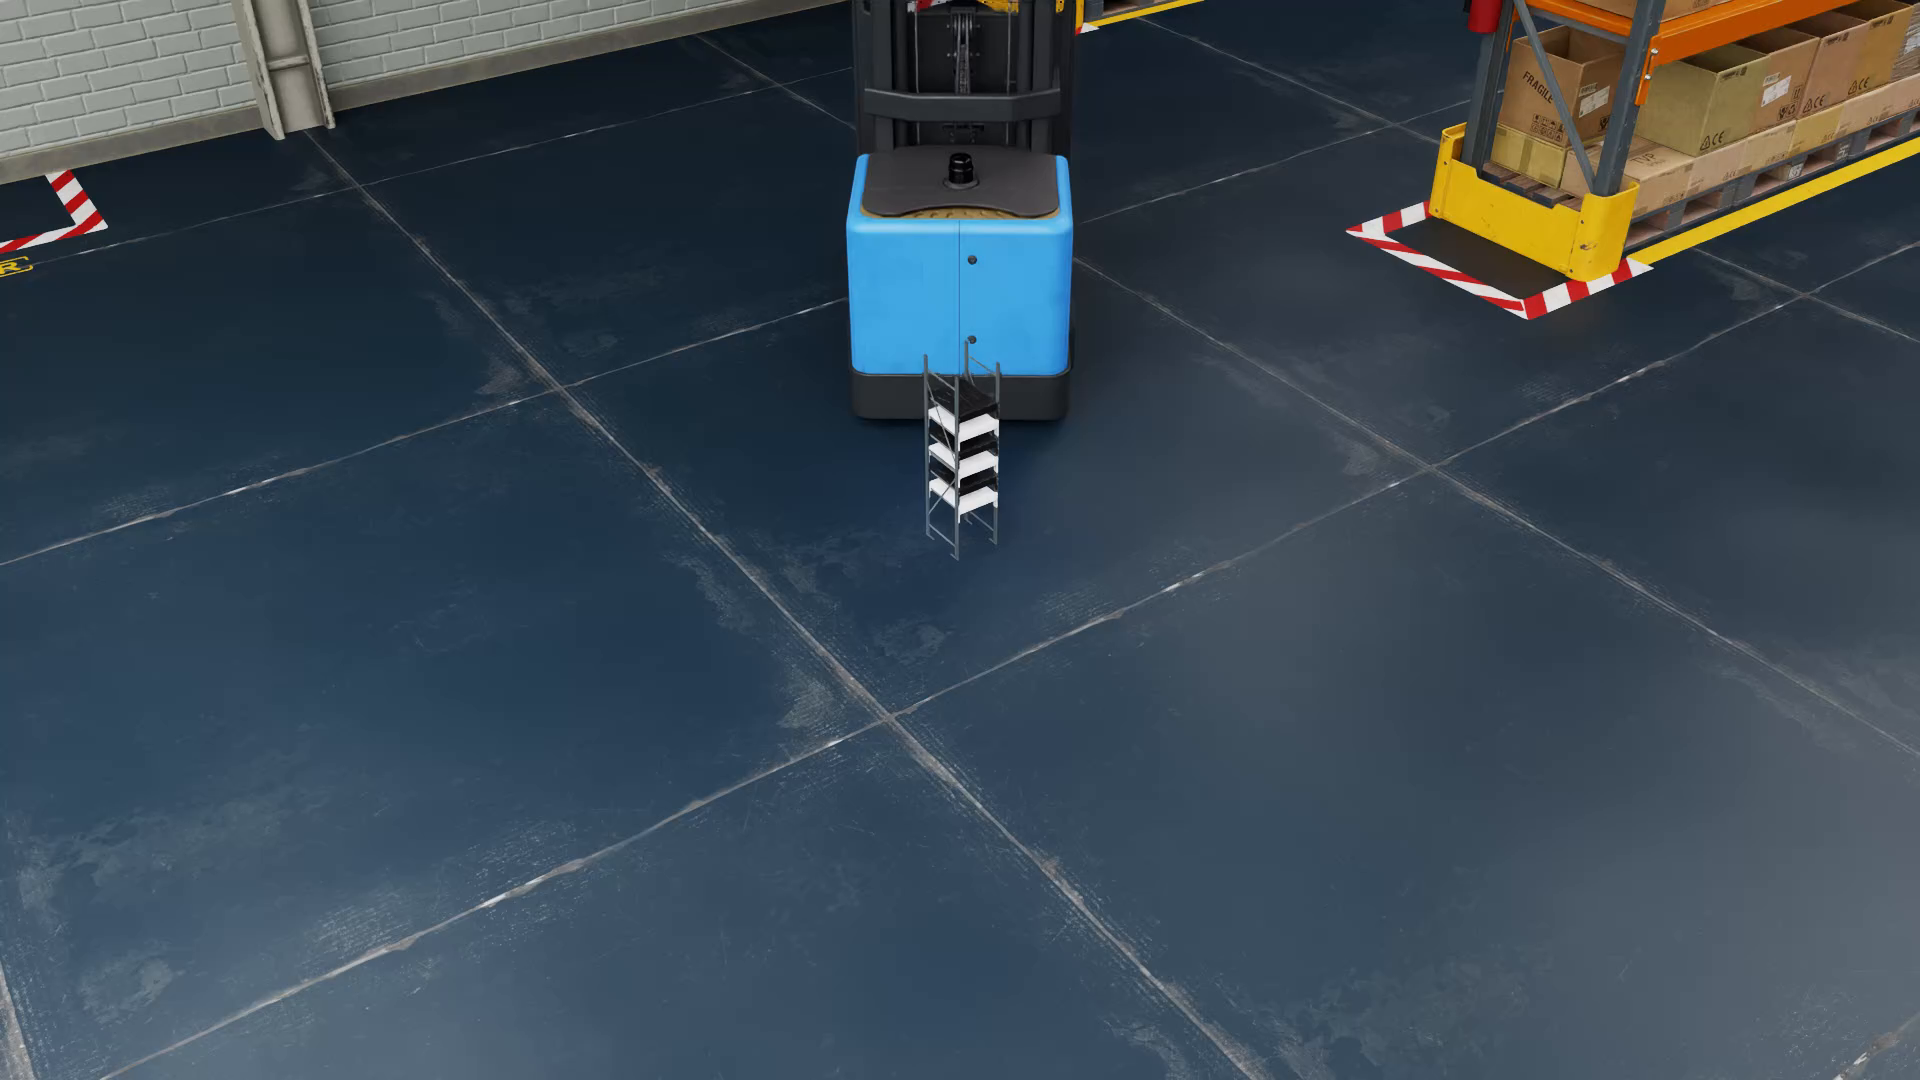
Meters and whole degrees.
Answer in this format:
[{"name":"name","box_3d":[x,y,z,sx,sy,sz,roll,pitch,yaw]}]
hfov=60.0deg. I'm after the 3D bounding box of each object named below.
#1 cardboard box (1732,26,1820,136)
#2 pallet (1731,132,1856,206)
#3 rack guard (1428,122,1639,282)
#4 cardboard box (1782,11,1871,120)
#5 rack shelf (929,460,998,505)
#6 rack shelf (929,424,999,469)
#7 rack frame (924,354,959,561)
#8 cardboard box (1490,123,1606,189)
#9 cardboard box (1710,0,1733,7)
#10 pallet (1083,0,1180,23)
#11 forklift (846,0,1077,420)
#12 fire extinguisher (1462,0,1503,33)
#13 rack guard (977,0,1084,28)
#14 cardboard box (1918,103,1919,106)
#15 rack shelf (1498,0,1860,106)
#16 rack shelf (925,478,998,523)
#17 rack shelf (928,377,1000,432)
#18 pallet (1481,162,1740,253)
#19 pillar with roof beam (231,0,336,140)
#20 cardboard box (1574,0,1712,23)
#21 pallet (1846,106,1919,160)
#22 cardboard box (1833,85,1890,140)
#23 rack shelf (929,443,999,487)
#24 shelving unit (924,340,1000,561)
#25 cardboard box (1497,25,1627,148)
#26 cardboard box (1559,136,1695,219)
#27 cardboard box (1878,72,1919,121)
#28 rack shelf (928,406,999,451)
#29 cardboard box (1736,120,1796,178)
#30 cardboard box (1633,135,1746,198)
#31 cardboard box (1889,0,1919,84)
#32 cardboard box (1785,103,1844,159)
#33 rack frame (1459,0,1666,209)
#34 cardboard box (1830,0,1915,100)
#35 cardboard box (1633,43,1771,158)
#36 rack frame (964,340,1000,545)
[{"name":"cardboard box","box_3d":[4.660,-2.758,9.869,0.500,0.500,0.500,-22,41,-28]},{"name":"pallet","box_3d":[4.882,-2.535,10.594,1.213,0.211,1.003,-22,41,-28]},{"name":"rack guard","box_3d":[3.265,-1.959,9.546,0.348,0.500,1.175,-22,41,-28]},{"name":"cardboard box","box_3d":[5.079,-2.918,10.092,0.500,0.500,0.500,-22,41,-28]},{"name":"rack shelf","box_3d":[0.007,-0.268,7.063,0.200,0.077,0.258,-22,41,-28]},{"name":"rack shelf","box_3d":[0.007,-0.414,6.958,0.200,0.077,0.258,-22,41,-28]},{"name":"rack frame","box_3d":[-0.076,-0.334,6.943,0.006,0.900,0.240,-22,41,-28]},{"name":"cardboard box","box_3d":[3.553,-2.358,9.954,0.500,0.250,0.500,-22,41,-28]},{"name":"cardboard box","box_3d":[4.100,-3.353,9.257,0.500,0.500,0.700,-21,41,-27]},{"name":"pallet","box_3d":[1.174,-4.495,13.319,1.213,0.211,1.003,-22,41,-28]},{"name":"forklift","box_3d":[0.024,-2.590,8.340,1.130,2.935,3.031,1,36,1]},{"name":"fire extinguisher","box_3d":[2.920,-3.133,9.103,0.183,0.674,0.296,-22,41,-28]},{"name":"rack guard","box_3d":[0.490,-4.356,12.878,0.348,0.500,1.175,-22,41,-28]},{"name":"cardboard box","box_3d":[6.301,-3.121,11.016,0.500,0.250,0.500,-22,41,-28]},{"name":"rack shelf","box_3d":[4.919,-3.363,9.973,4.000,0.370,1.077,-22,41,-28]},{"name":"rack shelf","box_3d":[0.007,-0.195,7.116,0.200,0.077,0.258,-22,41,-28]},{"name":"rack shelf","box_3d":[0.007,-0.560,6.853,0.200,0.077,0.258,-22,41,-28]},{"name":"pallet","box_3d":[3.886,-2.127,10.027,1.213,0.211,1.003,-22,41,-28]},{"name":"pillar with roof beam","box_3d":[-1.923,-4.356,5.600,0.400,9.000,9.100,-22,41,-28]},{"name":"cardboard box","box_3d":[3.674,-3.174,9.008,0.500,0.500,0.700,-22,41,-28]},{"name":"pallet","box_3d":[5.880,-2.948,11.168,1.213,0.211,1.003,-22,41,-28]},{"name":"cardboard box","box_3d":[5.486,-2.783,10.545,0.500,0.250,0.500,-22,41,-28]},{"name":"rack shelf","box_3d":[0.007,-0.341,7.011,0.200,0.077,0.258,-22,41,-28]},{"name":"shelving unit","box_3d":[0.007,-0.368,6.991,0.210,0.900,0.258,-22,41,-28]},{"name":"cardboard box","box_3d":[3.552,-2.663,9.737,0.500,0.500,0.500,-22,41,-28]},{"name":"cardboard box","box_3d":[3.851,-2.111,9.611,0.500,0.250,0.500,-22,41,-28]},{"name":"cardboard box","box_3d":[5.887,-2.958,10.789,0.500,0.250,0.500,-22,41,-28]},{"name":"rack shelf","box_3d":[0.007,-0.487,6.905,0.200,0.077,0.258,-22,41,-28]},{"name":"cardboard box","box_3d":[4.667,-2.448,10.081,0.500,0.250,0.500,-22,41,-28]},{"name":"cardboard box","box_3d":[4.258,-2.280,9.847,0.500,0.250,0.500,-22,41,-28]},{"name":"cardboard box","box_3d":[5.886,-3.263,10.571,0.500,0.500,0.500,-22,41,-28]},{"name":"cardboard box","box_3d":[5.078,-2.614,10.311,0.500,0.250,0.500,-22,41,-28]},{"name":"rack frame","box_3d":[3.285,-2.982,8.827,0.127,3.000,1.000,-22,41,-28]},{"name":"cardboard box","box_3d":[5.479,-3.093,10.335,0.500,0.500,0.500,-22,41,-28]},{"name":"cardboard box","box_3d":[4.259,-2.584,9.627,0.500,0.500,0.500,-22,41,-28]},{"name":"rack frame","box_3d":[0.090,-0.402,7.039,0.006,0.900,0.240,-22,41,-28]}]
